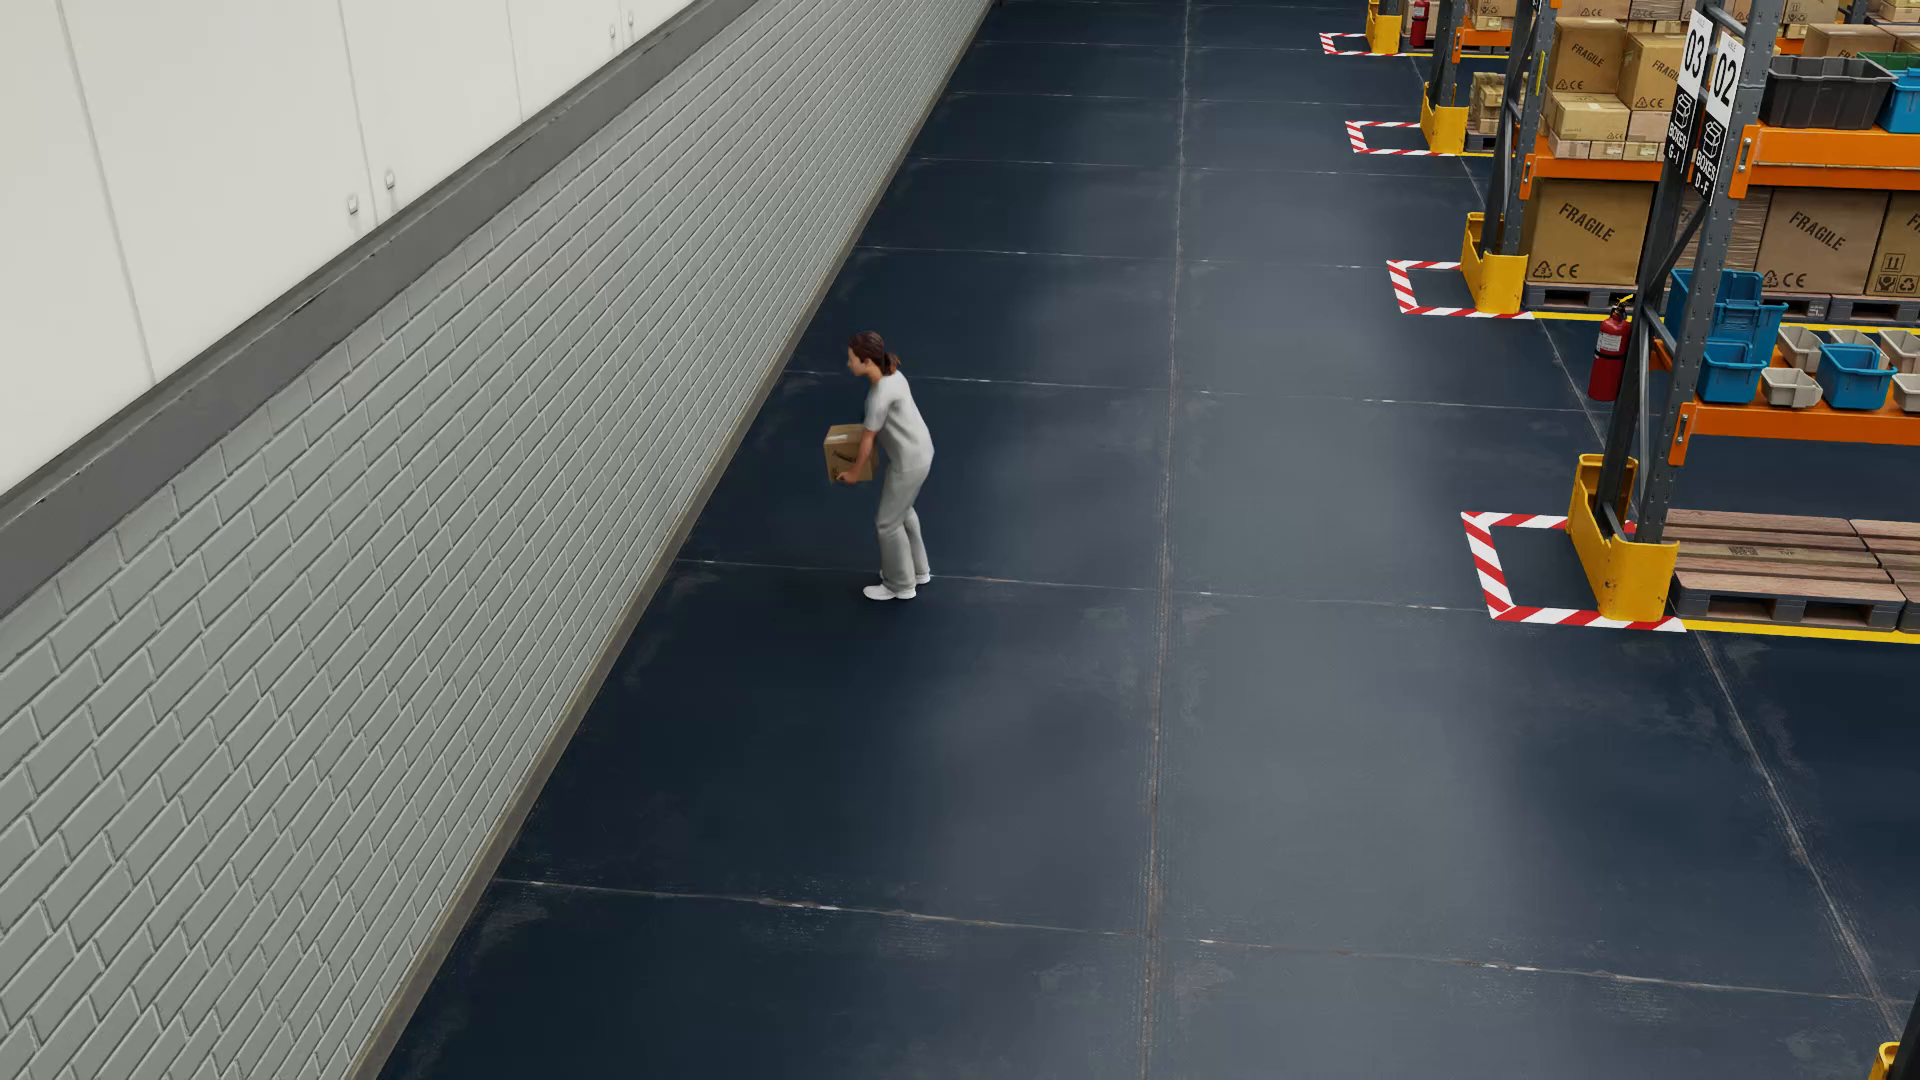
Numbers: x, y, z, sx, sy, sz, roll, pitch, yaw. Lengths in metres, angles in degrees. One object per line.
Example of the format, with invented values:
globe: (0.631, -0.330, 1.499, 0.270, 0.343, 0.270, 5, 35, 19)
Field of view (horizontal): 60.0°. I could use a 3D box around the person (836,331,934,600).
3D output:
person: (-0.421, -0.421, 9.456, 0.539, 1.629, 0.408, 3, 29, 5)
